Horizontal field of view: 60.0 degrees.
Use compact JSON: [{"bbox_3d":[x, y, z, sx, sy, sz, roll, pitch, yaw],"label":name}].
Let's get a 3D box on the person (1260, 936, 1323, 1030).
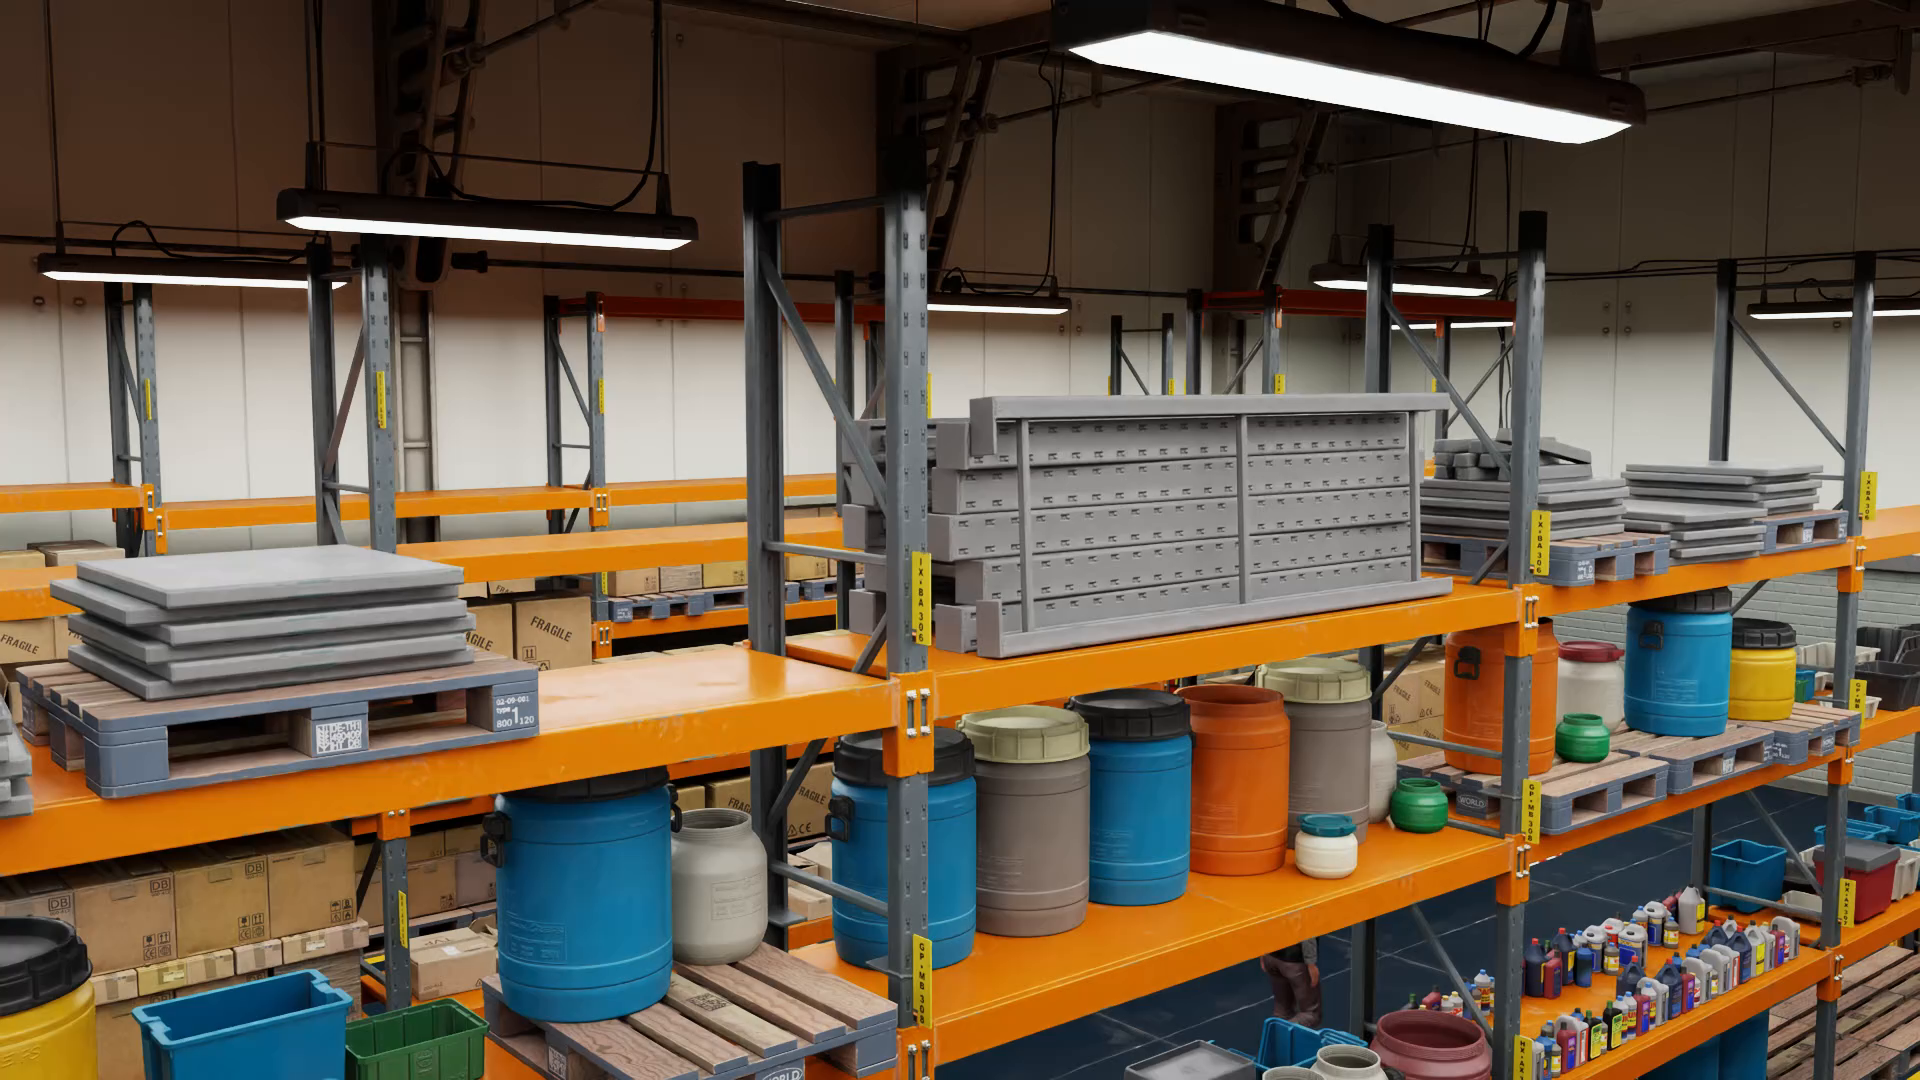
[{"bbox_3d":[2.426,3.129,12.360,0.535,1.721,0.573,-4,7,-33],"label":"person"}]
